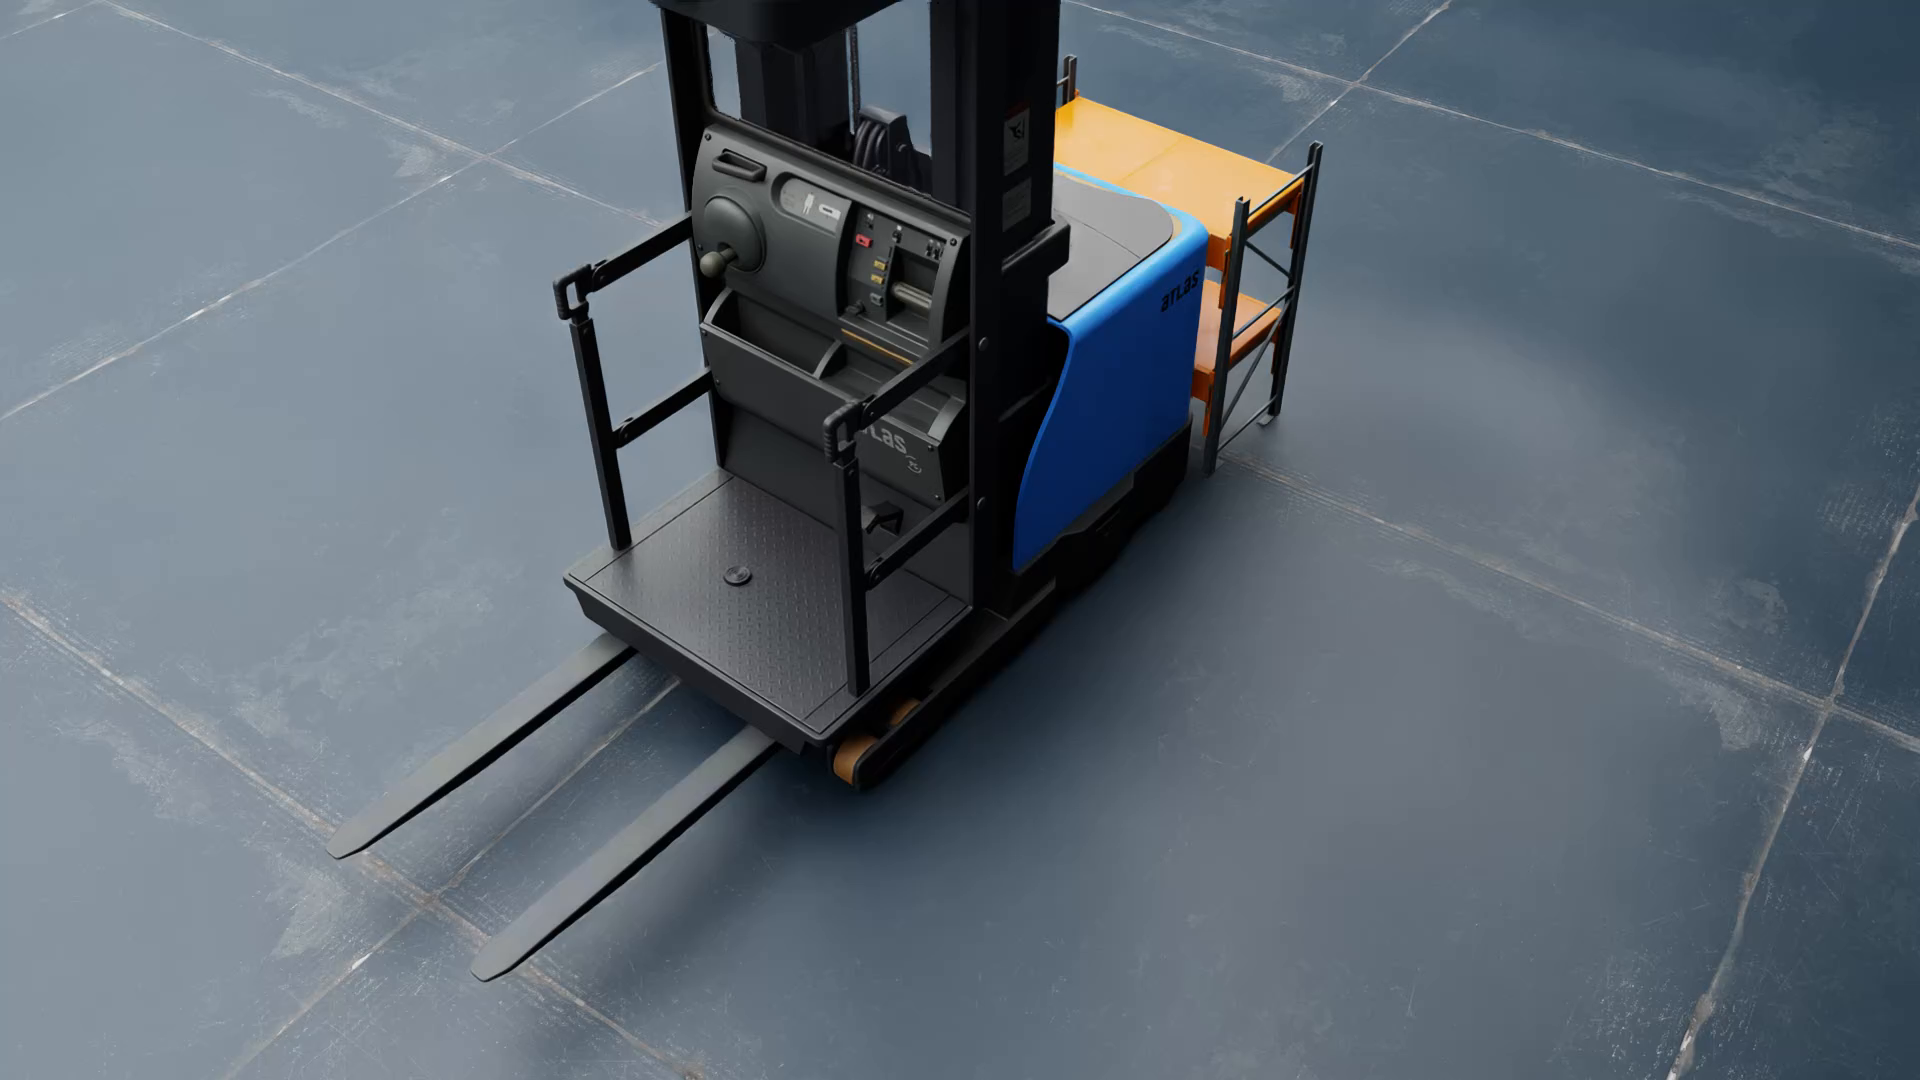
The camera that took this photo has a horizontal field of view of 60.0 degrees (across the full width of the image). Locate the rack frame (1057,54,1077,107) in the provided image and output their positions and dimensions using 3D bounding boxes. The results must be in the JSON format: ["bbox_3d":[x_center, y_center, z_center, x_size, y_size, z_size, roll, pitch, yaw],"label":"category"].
[{"bbox_3d":[0.255,-1.208,6.257,0.032,1.125,0.500,29,49,28],"label":"rack frame"}]

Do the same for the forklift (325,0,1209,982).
[{"bbox_3d":[-0.507,-0.741,4.380,1.130,2.935,3.031,28,49,28],"label":"forklift"}]

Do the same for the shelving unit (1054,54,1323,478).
[{"bbox_3d":[0.648,-0.994,6.017,1.048,1.125,0.538,29,49,28],"label":"shelving unit"}]

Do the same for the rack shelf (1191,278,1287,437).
[{"bbox_3d":[0.648,-0.812,6.180,1.000,0.278,0.538,29,49,28],"label":"rack shelf"}]

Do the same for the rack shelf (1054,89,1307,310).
[{"bbox_3d":[0.648,-1.212,5.822,1.000,0.278,0.538,29,49,28],"label":"rack shelf"}]

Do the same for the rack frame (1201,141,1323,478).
[{"bbox_3d":[1.042,-0.779,5.778,0.032,1.125,0.500,29,49,28],"label":"rack frame"}]
